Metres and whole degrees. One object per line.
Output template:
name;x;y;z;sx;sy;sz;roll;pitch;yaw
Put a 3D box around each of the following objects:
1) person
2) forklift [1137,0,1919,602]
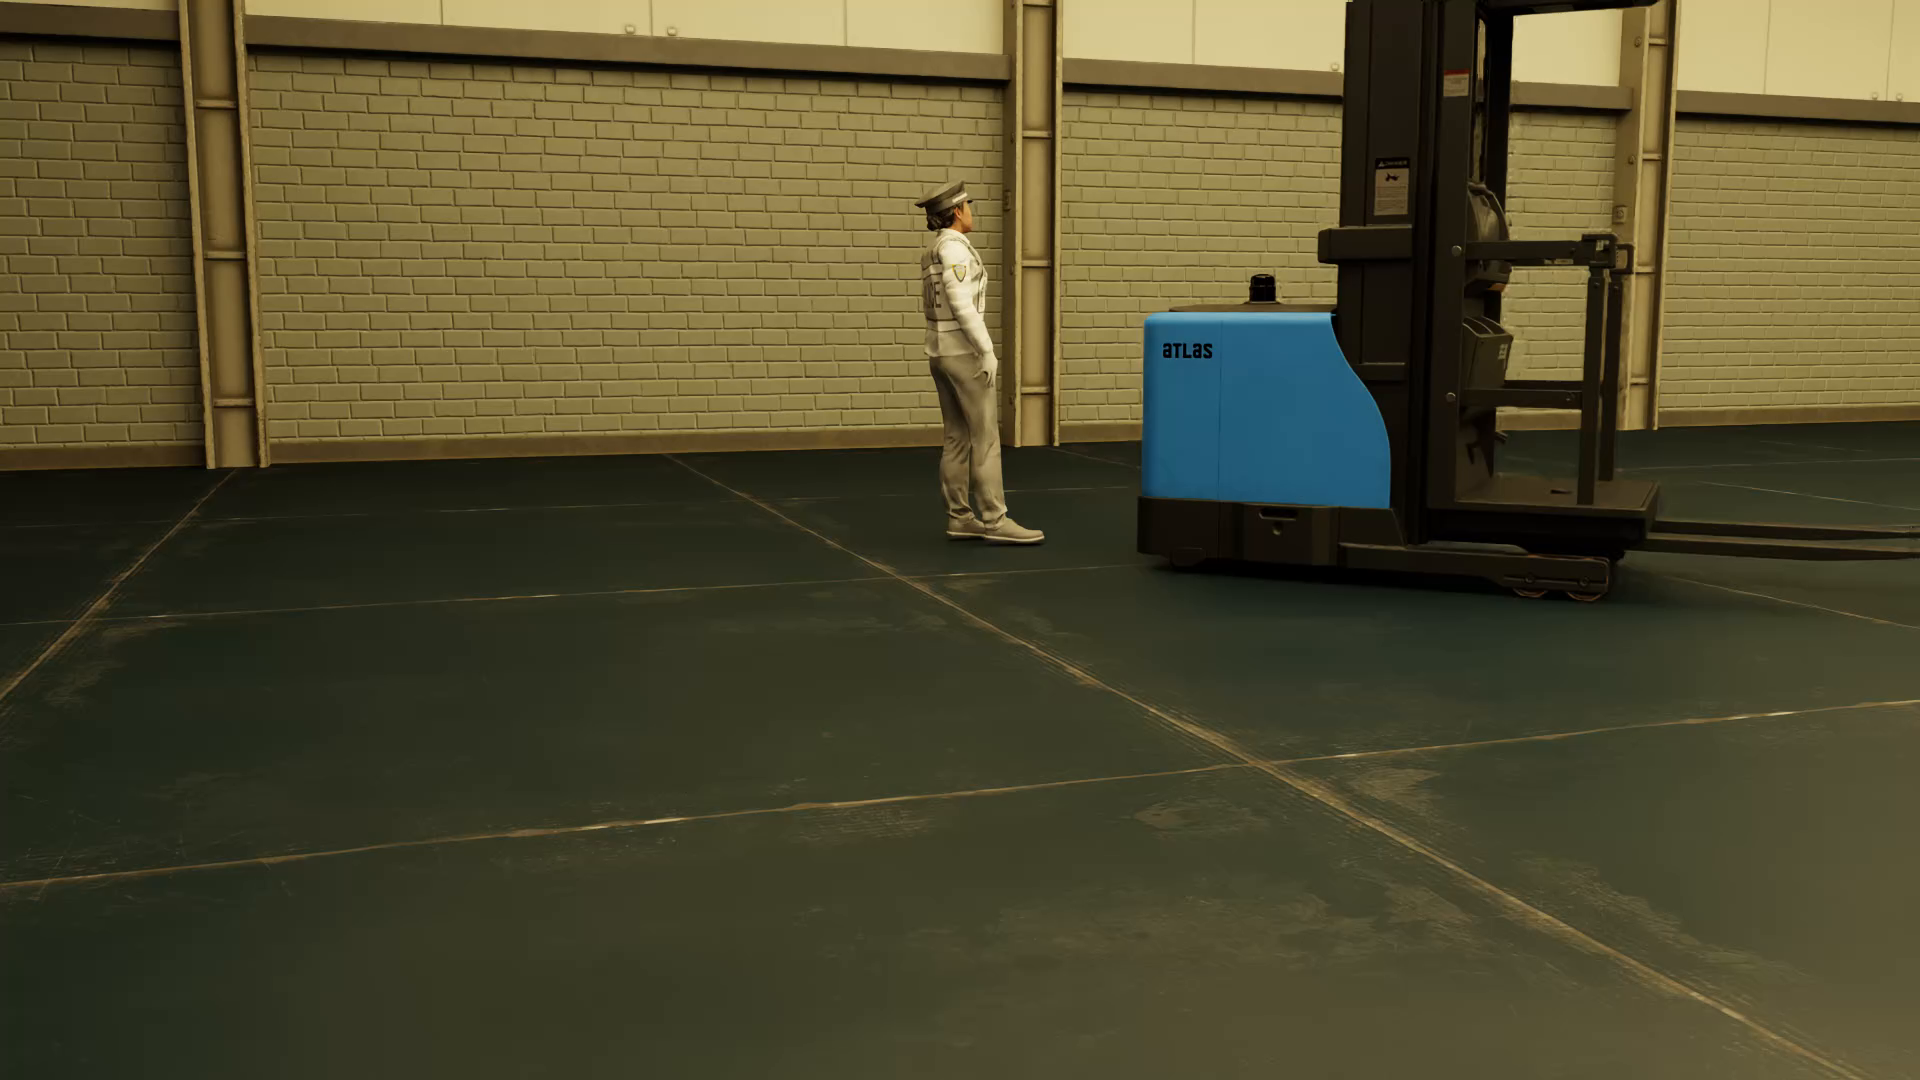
person;0.067;-0.849;7.823;0.531;1.694;0.586;-3;8;-18
forklift;2.308;-1.302;6.623;3.031;2.935;1.130;4;9;25
